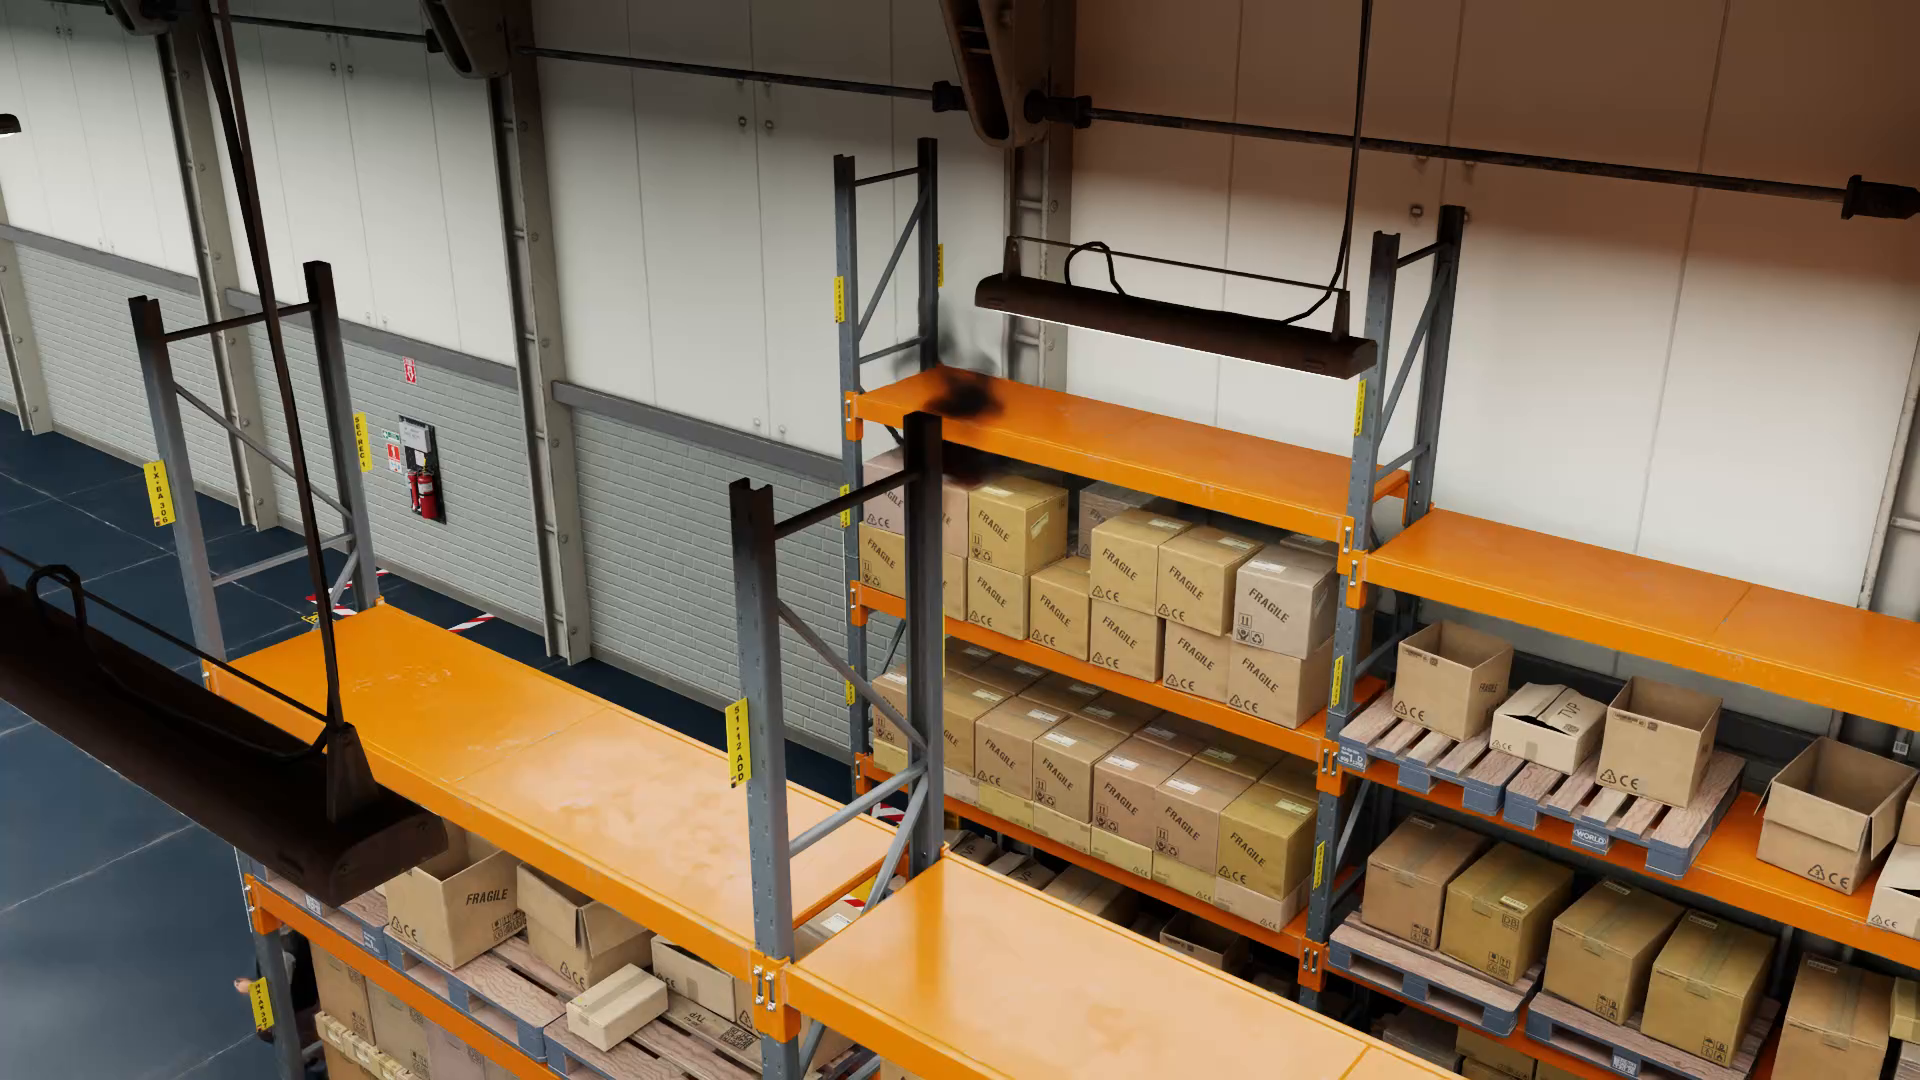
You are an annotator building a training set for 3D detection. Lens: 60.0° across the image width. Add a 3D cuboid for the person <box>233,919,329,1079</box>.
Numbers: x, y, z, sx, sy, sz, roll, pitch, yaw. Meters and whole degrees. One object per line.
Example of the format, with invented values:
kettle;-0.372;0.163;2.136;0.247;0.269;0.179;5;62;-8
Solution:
person;-4.458;3.069;11.120;0.677;1.720;0.670;-7;24;-17
